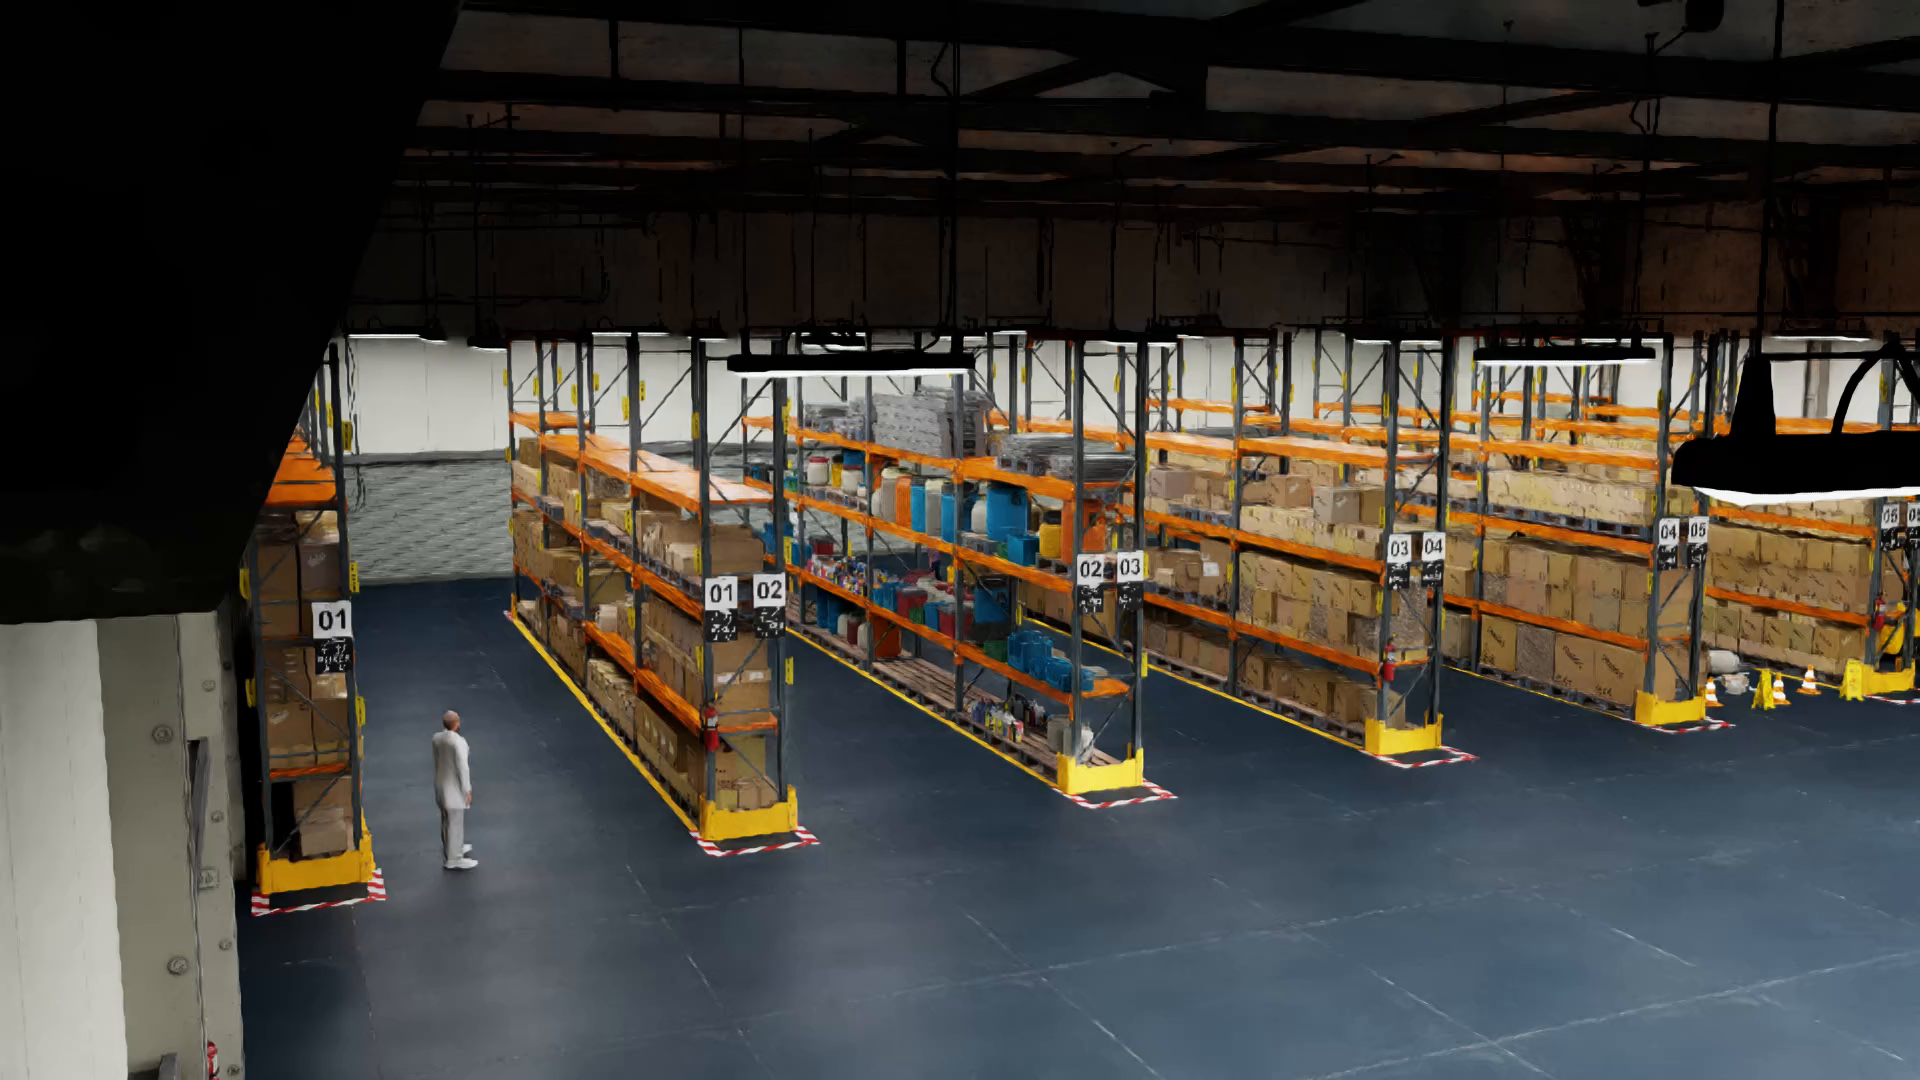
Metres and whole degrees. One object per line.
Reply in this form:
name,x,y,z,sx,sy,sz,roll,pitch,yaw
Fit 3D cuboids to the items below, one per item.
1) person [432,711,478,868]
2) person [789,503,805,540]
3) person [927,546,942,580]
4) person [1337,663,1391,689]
person,-5.796,2.837,19.153,0.654,1.787,0.522,7,10,40
person,-4.174,-0.121,41.432,0.540,1.664,0.522,5,9,31
person,-0.604,0.469,37.233,0.532,1.588,0.535,0,8,2
person,6.745,1.689,27.904,0.564,1.699,1.078,-5,9,-32
